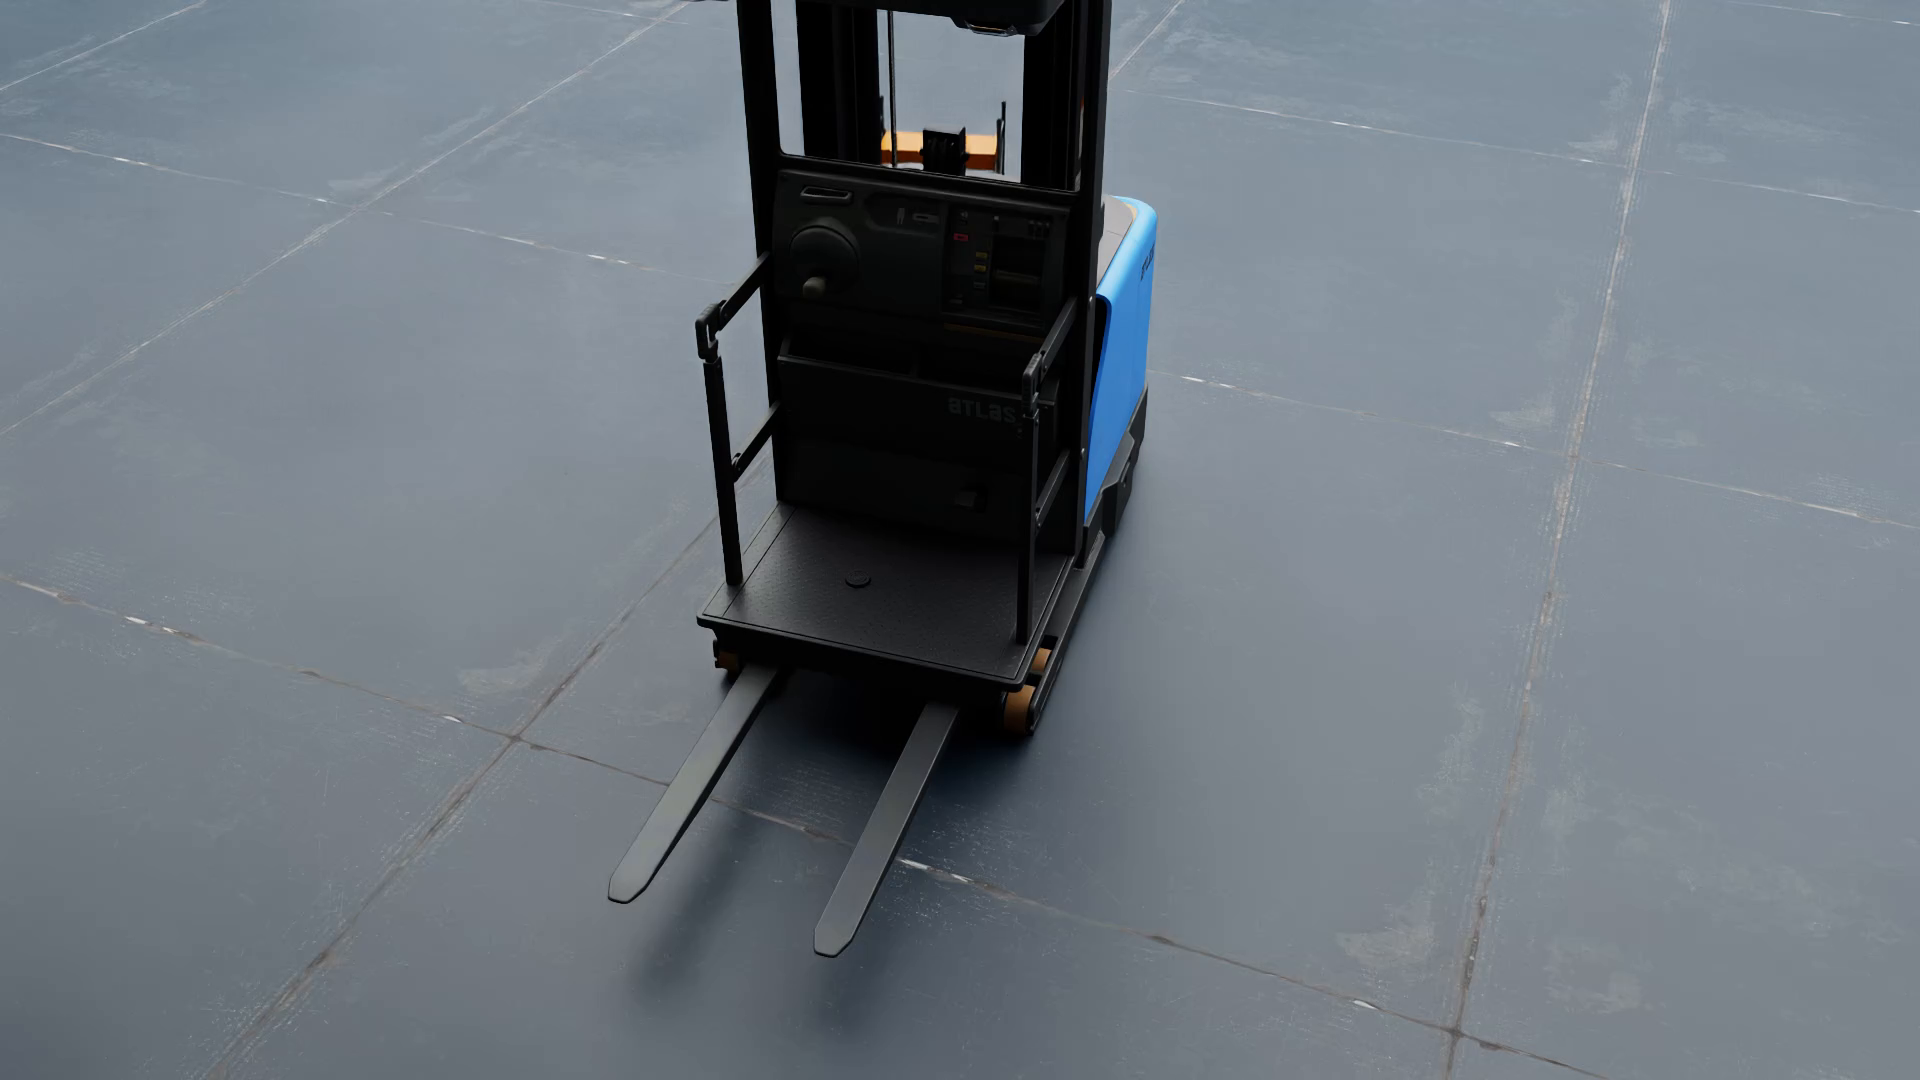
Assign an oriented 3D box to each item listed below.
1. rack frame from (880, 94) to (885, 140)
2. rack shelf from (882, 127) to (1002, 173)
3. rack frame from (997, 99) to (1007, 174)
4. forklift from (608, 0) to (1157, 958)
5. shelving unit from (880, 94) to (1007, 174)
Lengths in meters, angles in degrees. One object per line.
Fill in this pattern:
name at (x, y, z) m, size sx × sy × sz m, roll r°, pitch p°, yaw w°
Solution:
rack frame at (-0.327, -1.202, 6.838) m, size 0.015 × 1.200 × 0.240 m, roll 4°, pitch 31°, yaw 5°
rack shelf at (-0.080, -1.522, 6.612) m, size 0.480 × 0.148 × 0.258 m, roll 4°, pitch 31°, yaw 5°
rack frame at (0.159, -1.170, 6.796) m, size 0.015 × 1.200 × 0.240 m, roll 4°, pitch 31°, yaw 5°
forklift at (-0.191, -0.815, 4.892) m, size 1.130 × 2.935 × 3.031 m, roll 11°, pitch 38°, yaw 14°
shelving unit at (-0.084, -1.186, 6.817) m, size 0.503 × 1.200 × 0.258 m, roll 4°, pitch 31°, yaw 5°
